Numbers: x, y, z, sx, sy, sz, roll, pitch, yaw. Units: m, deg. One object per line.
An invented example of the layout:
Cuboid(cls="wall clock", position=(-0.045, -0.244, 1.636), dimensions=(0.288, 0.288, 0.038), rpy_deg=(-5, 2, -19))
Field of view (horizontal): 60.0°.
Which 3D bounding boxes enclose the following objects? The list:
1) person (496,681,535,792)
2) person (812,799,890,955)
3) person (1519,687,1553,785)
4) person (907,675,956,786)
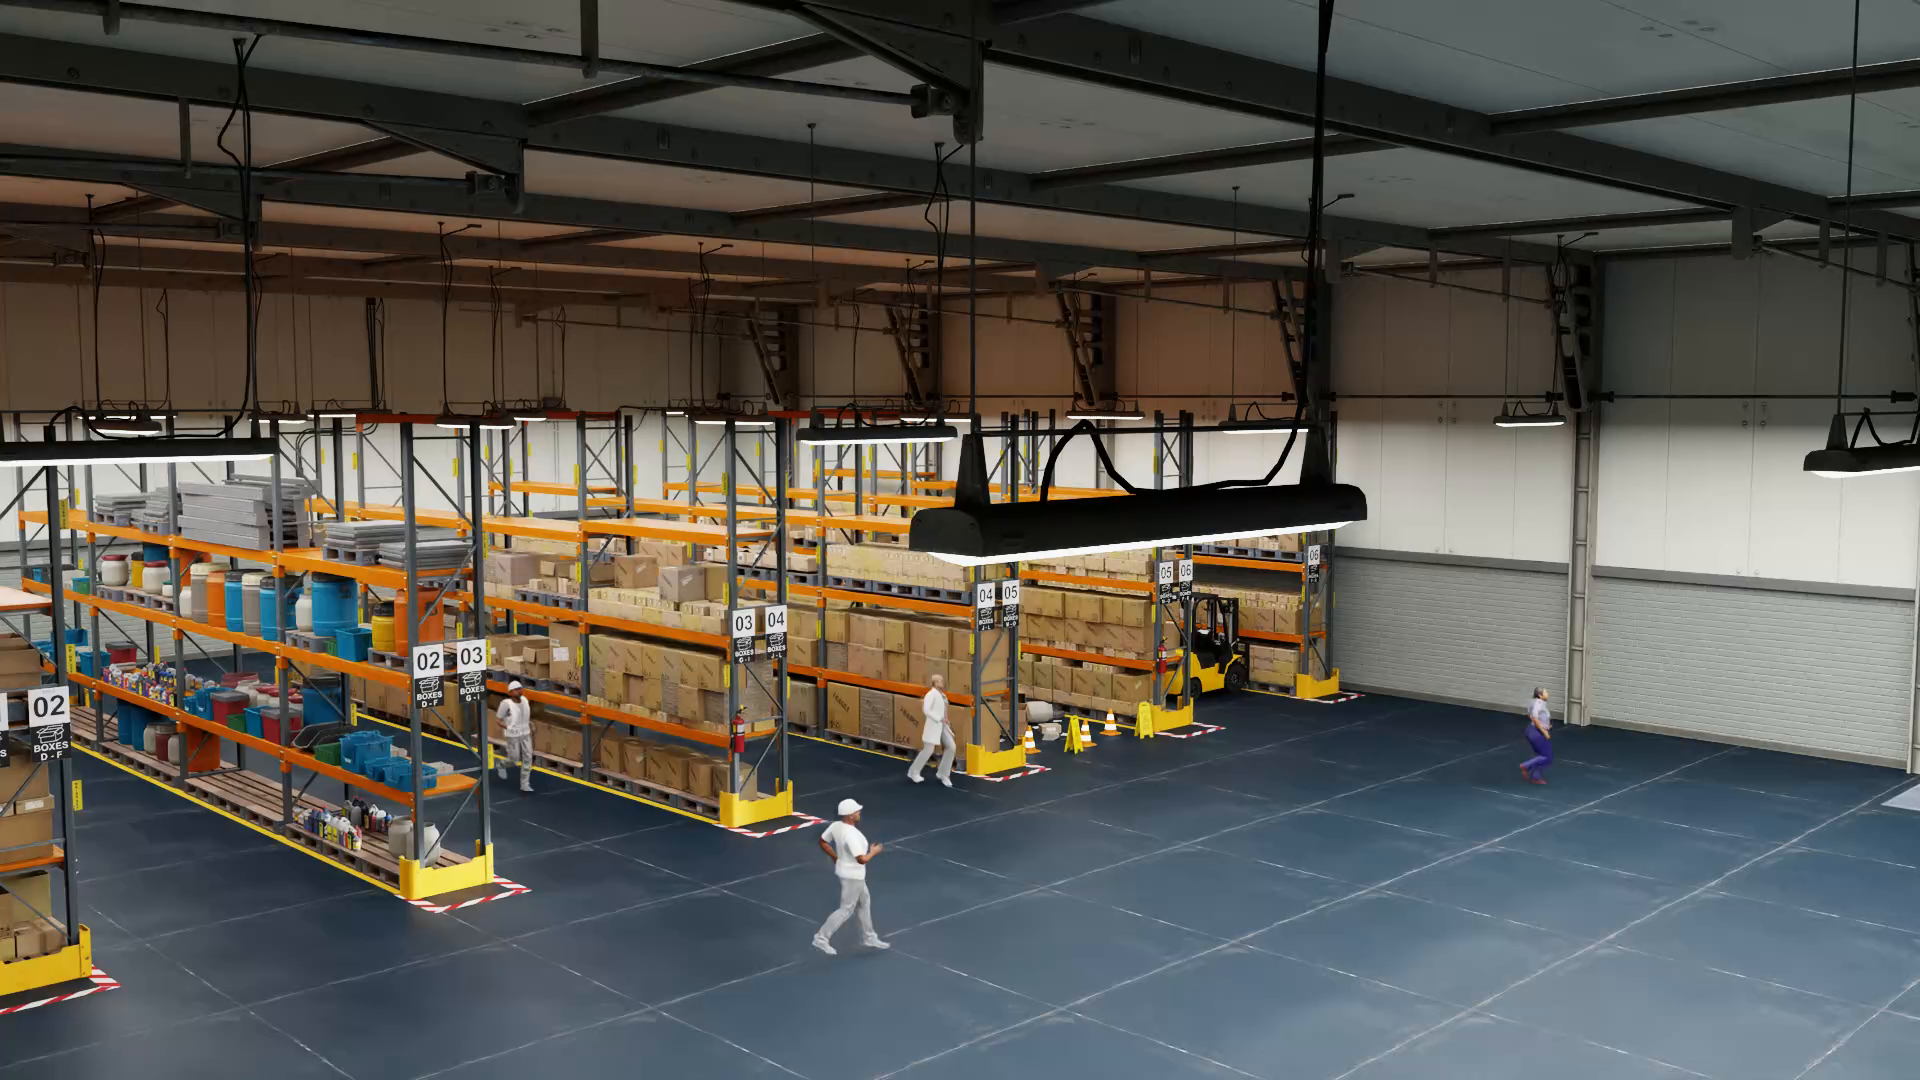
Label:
Cuboid(cls="person", position=(-7.131, 3.138, 26.716), dimensions=(0.856, 1.766, 0.682), rpy_deg=(4, 6, 40))
Cuboid(cls="person", position=(-1.231, 3.794, 18.744), dimensions=(0.944, 1.776, 0.691), rpy_deg=(-2, 5, -18))
Cuboid(cls="person", position=(9.387, 3.192, 27.110), dimensions=(0.596, 1.610, 0.600), rpy_deg=(0, 5, 5))
Cuboid(cls="person", position=(-0.408, 3.205, 27.243), dimensions=(0.779, 1.604, 0.768), rpy_deg=(3, 6, 27))
